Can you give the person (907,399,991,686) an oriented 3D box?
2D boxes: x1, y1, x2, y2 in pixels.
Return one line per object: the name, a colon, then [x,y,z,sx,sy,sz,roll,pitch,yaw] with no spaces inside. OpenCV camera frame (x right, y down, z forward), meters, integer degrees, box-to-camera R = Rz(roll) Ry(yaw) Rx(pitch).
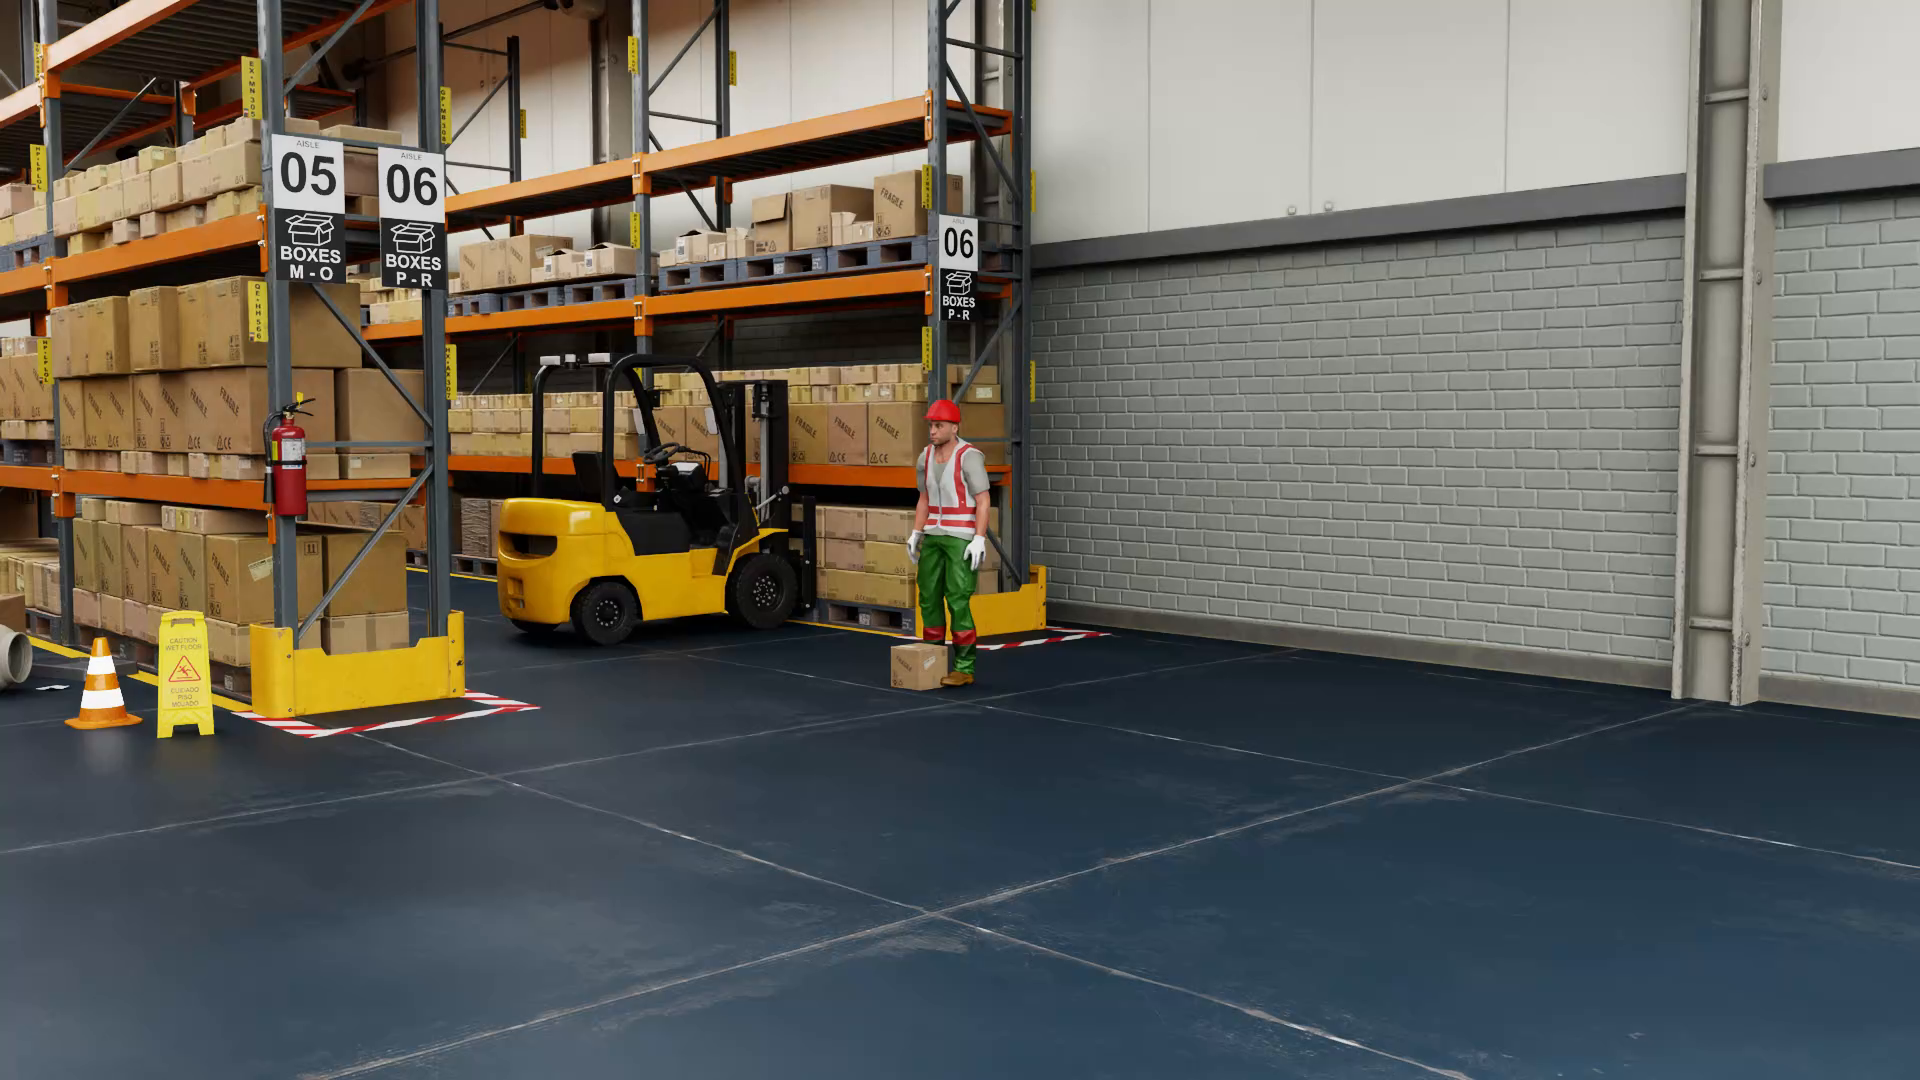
person: [-0.080,0.015,10.403,0.617,1.776,0.453,4,5,42]
